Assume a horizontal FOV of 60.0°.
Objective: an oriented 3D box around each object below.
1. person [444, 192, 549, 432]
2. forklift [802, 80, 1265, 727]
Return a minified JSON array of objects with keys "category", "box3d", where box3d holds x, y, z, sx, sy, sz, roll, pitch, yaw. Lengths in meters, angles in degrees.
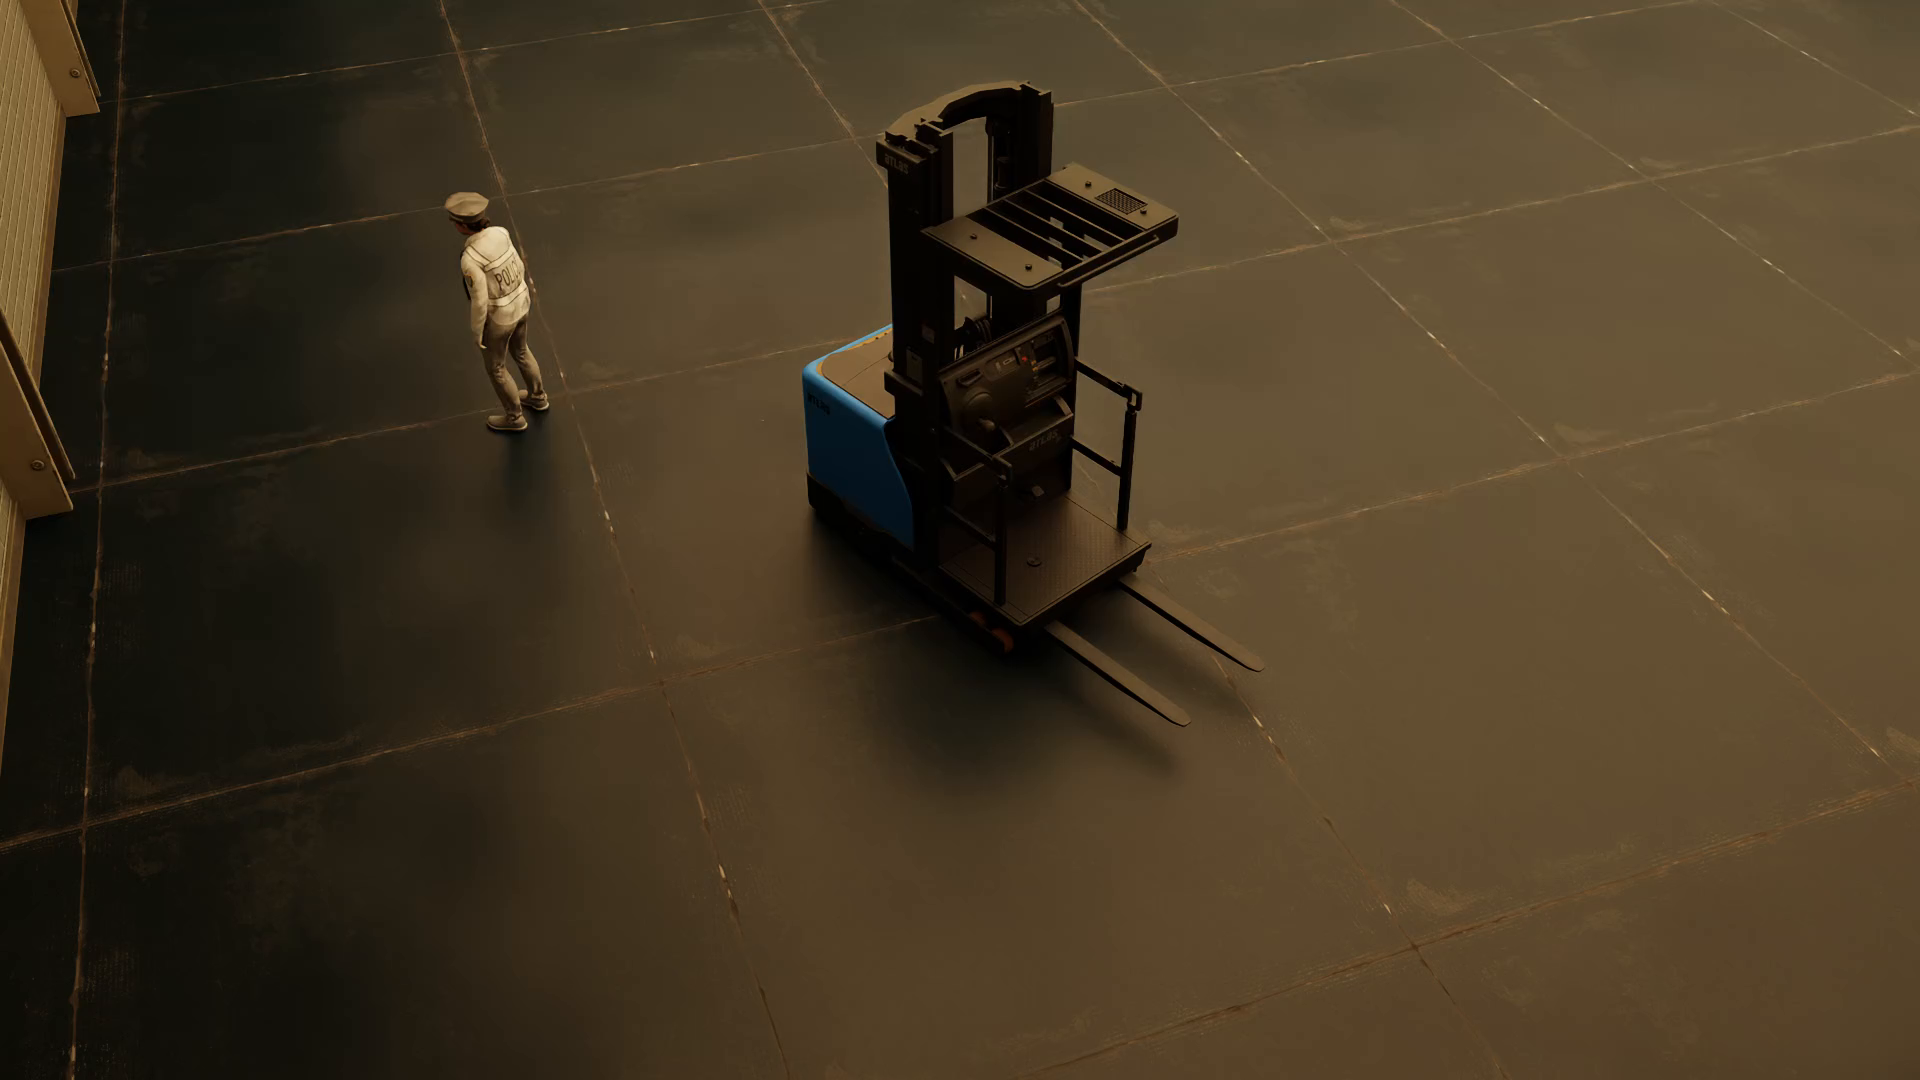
[{"category":"person","box3d":[-2.972,-1.453,10.715,0.374,1.662,0.535,14,42,17]},{"category":"forklift","box3d":[0.409,-0.833,8.988,1.130,2.935,3.031,-30,49,-31]}]
